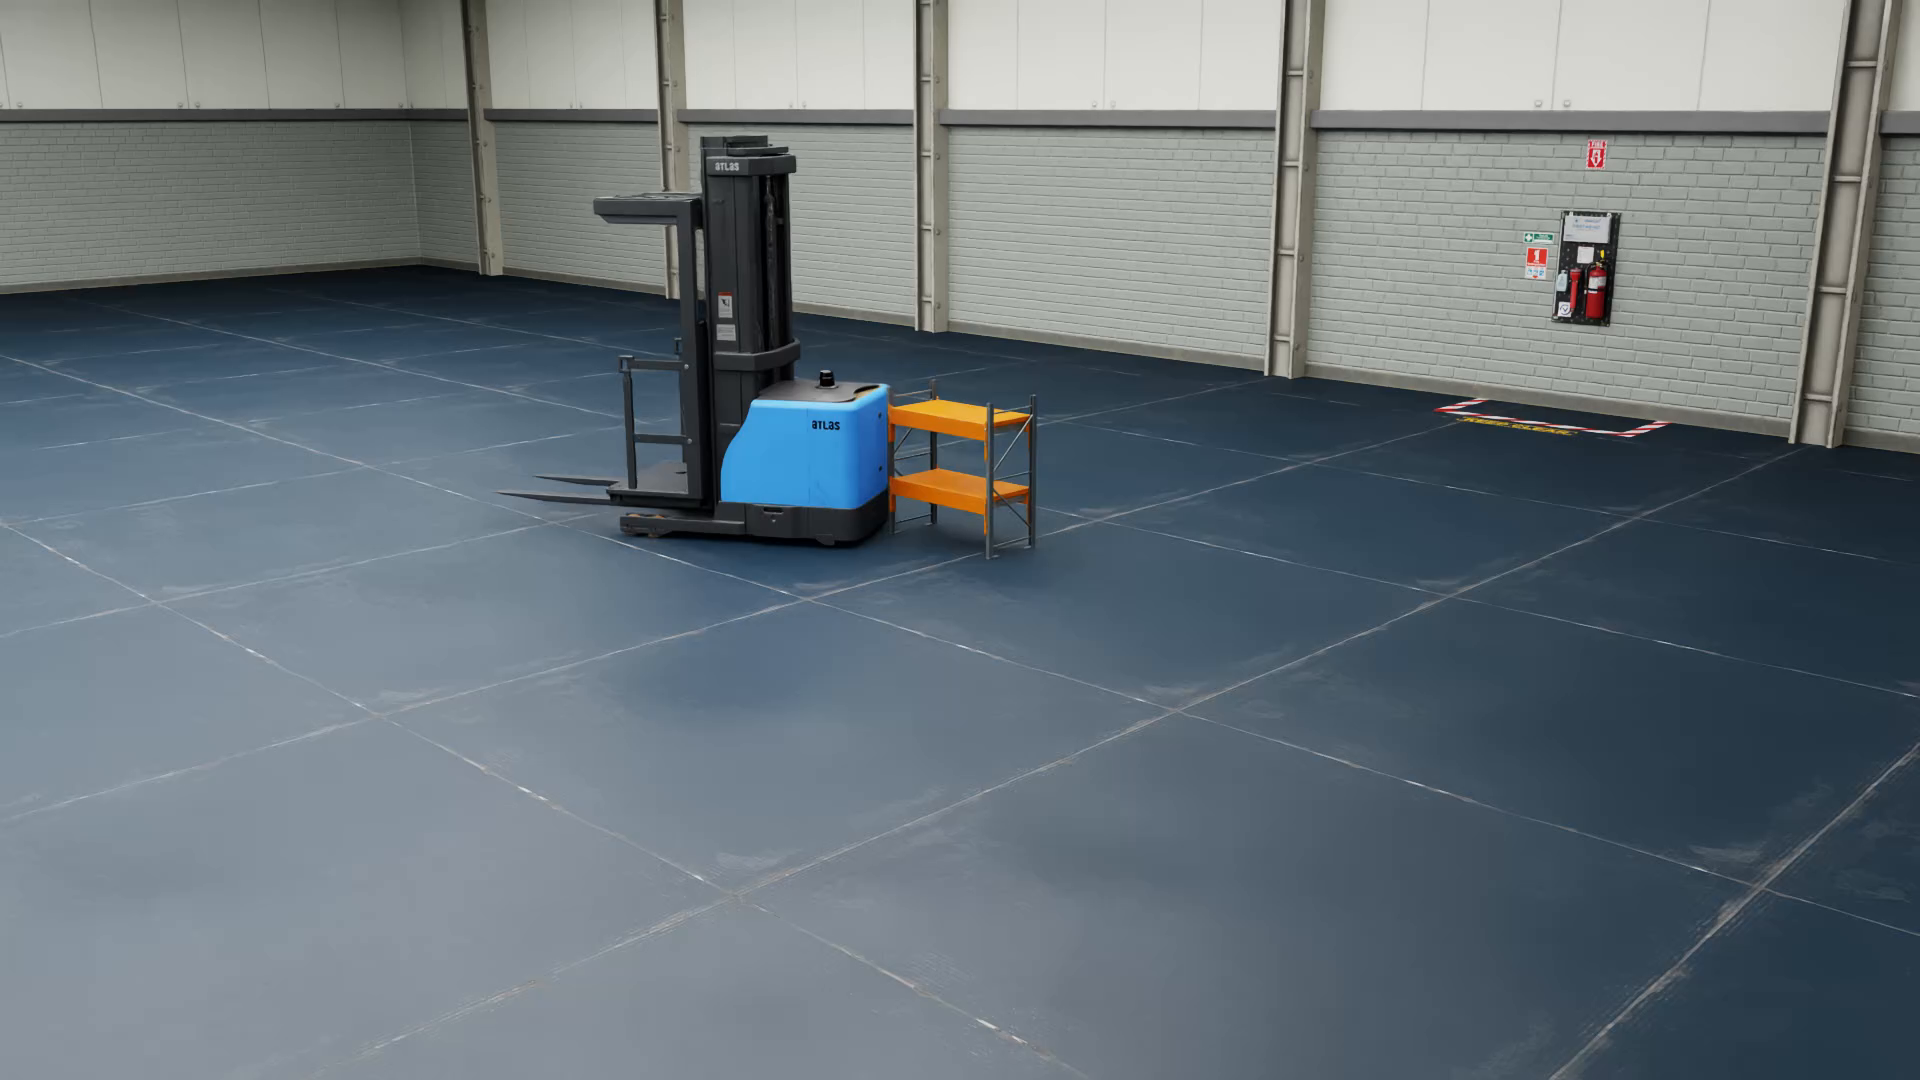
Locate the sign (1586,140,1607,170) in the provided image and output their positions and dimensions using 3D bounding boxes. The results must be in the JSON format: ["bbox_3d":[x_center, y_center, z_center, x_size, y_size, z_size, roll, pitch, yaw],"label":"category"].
[{"bbox_3d":[6.544,-3.963,17.096,0.199,0.298,0.001,14,20,42],"label":"sign"}]

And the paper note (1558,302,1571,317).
[{"bbox_3d":[6.401,-2.439,17.592,0.142,0.148,0.016,14,20,42],"label":"paper note"}]

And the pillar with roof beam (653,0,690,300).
[{"bbox_3d":[-7.713,-7.654,23.962,0.400,9.000,9.100,14,20,42],"label":"pillar with roof beam"}]

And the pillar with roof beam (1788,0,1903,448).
[{"bbox_3d":[5.245,-4.504,11.872,0.400,9.000,9.100,14,20,42],"label":"pillar with roof beam"}]

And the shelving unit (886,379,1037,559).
[{"bbox_3d":[0.005,-0.543,12.286,1.048,1.125,0.538,14,20,42],"label":"shelving unit"}]

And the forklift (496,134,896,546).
[{"bbox_3d":[-2.073,-1.559,12.603,3.031,2.935,1.130,4,15,14],"label":"forklift"}]

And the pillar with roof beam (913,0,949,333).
[{"bbox_3d":[-3.394,-6.604,19.932,0.400,9.000,9.100,14,20,42],"label":"pillar with roof beam"}]

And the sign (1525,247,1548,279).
[{"bbox_3d":[6.154,-2.955,17.752,0.234,0.329,0.001,14,20,42],"label":"sign"}]

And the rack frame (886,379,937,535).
[{"bbox_3d":[-0.361,-0.632,12.627,0.032,1.125,0.500,14,20,42],"label":"rack frame"}]

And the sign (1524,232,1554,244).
[{"bbox_3d":[6.151,-3.209,17.676,0.331,0.109,0.001,14,20,42],"label":"sign"}]

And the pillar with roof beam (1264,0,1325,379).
[{"bbox_3d":[0.925,-5.554,15.902,0.400,9.000,9.100,14,20,42],"label":"pillar with roof beam"}]

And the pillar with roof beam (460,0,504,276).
[{"bbox_3d":[-12.032,-8.705,27.992,0.400,9.000,9.100,14,20,42],"label":"pillar with roof beam"}]

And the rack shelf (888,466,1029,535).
[{"bbox_3d":[0.005,-0.307,12.347,1.000,0.278,0.538,14,20,42],"label":"rack shelf"}]

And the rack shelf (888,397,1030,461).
[{"bbox_3d":[0.005,-0.826,12.212,1.000,0.278,0.538,14,20,42],"label":"rack shelf"}]

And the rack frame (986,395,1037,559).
[{"bbox_3d":[0.371,-0.454,11.944,0.032,1.125,0.500,14,20,42],"label":"rack frame"}]

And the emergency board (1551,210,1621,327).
[{"bbox_3d":[6.480,-2.822,17.314,0.643,1.169,0.194,14,20,42],"label":"emergency board"}]
